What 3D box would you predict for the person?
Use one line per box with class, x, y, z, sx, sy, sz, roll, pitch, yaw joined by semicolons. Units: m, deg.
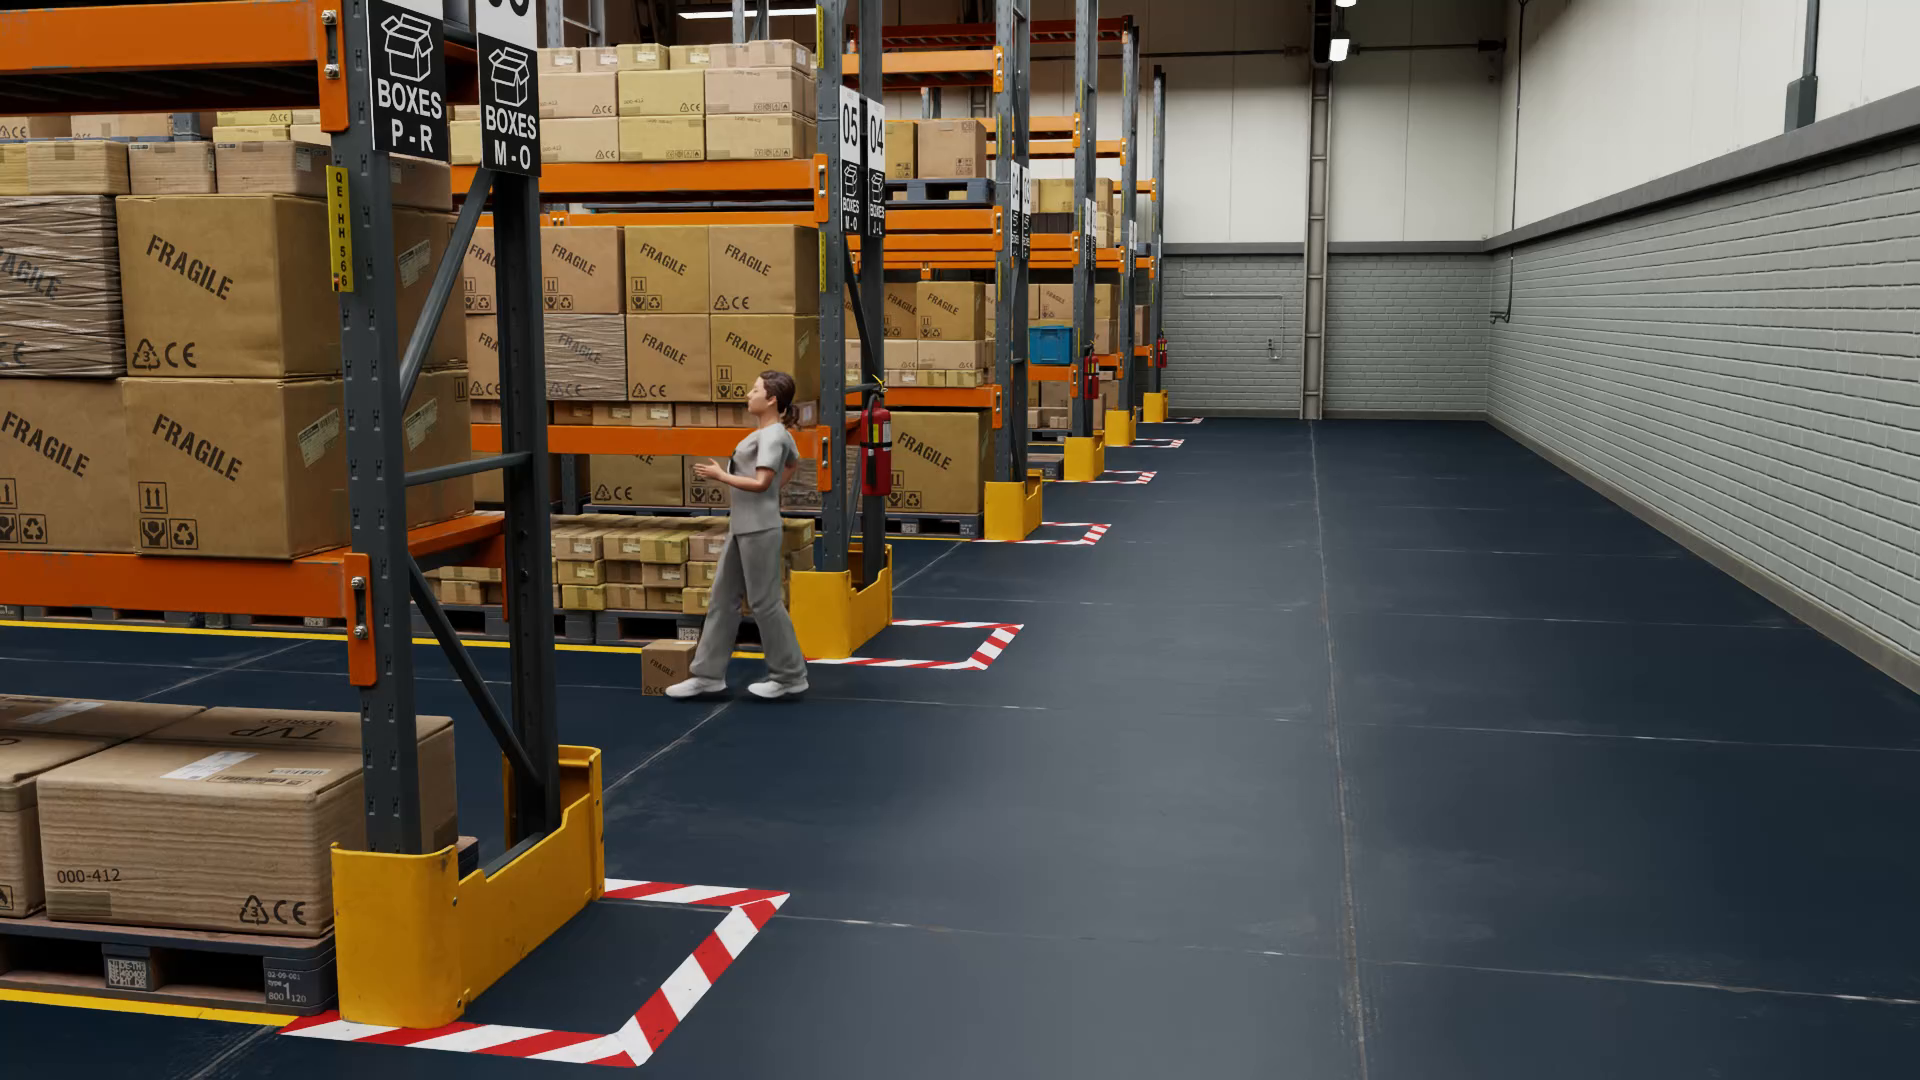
person;-1.132;-0.024;8.357;0.718;1.655;0.595;-2;8;-13
